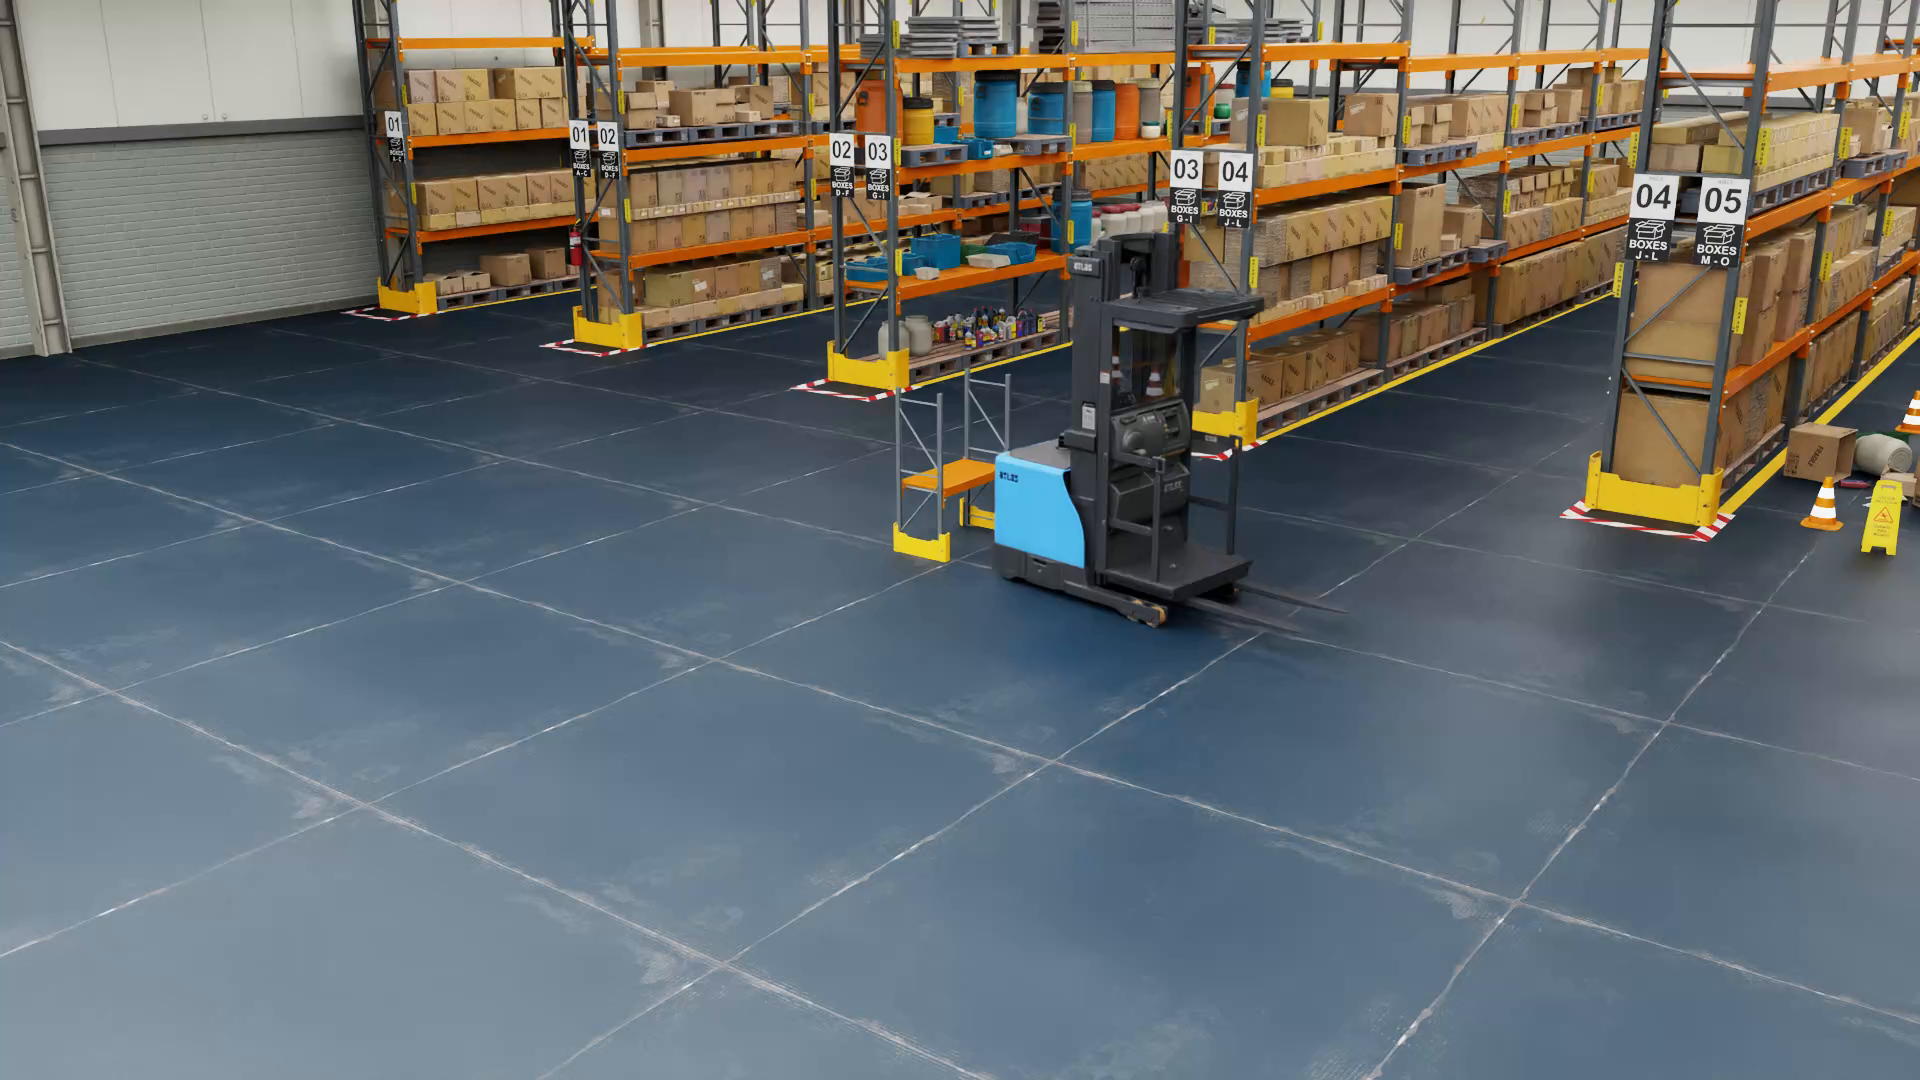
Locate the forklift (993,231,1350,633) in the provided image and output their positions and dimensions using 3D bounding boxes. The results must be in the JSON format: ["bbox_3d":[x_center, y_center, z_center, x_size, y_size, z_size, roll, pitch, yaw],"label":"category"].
[{"bbox_3d":[1.681,-0.890,13.172,3.031,2.935,1.130,16,24,42],"label":"forklift"}]

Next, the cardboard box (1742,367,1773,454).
[{"bbox_3d":[8.104,-1.486,17.851,0.875,0.875,0.875,13,21,35],"label":"cardboard box"}]

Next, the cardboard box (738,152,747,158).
[{"bbox_3d":[-4.343,-7.843,33.480,0.500,0.250,0.500,13,22,36],"label":"cardboard box"}]

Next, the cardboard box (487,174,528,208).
[{"bbox_3d":[-7.733,-5.946,28.294,0.500,0.500,0.500,13,22,36],"label":"cardboard box"}]

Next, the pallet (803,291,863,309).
[{"bbox_3d":[-2.400,-4.155,28.275,1.003,0.211,1.213,12,21,35],"label":"pallet"}]

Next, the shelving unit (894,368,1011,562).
[{"bbox_3d":[-0.045,-0.698,14.969,0.587,1.500,1.083,12,21,35],"label":"shelving unit"}]

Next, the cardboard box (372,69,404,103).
[{"bbox_3d":[-9.125,-7.342,26.890,0.500,0.500,0.500,14,22,37],"label":"cardboard box"}]

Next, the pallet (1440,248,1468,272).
[{"bbox_3d":[6.382,-3.935,23.189,1.003,0.211,1.213,12,21,35],"label":"pallet"}]

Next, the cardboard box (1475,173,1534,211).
[{"bbox_3d":[8.368,-5.359,25.588,0.797,0.503,0.637,13,21,36],"label":"cardboard box"}]

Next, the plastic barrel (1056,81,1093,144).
[{"bbox_3d":[1.686,-6.416,24.948,0.600,0.901,0.600,0,17,0],"label":"plastic barrel"}]

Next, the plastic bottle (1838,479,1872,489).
[{"bbox_3d":[9.139,-0.569,16.979,0.283,0.061,0.133,5,18,16],"label":"plastic bottle"}]

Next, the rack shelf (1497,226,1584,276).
[{"bbox_3d":[8.721,-4.639,26.342,1.077,0.370,4.000,12,21,35],"label":"rack shelf"}]

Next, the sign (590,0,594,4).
[{"bbox_3d":[-6.364,-9.428,28.727,0.100,0.325,0.005,12,21,35],"label":"sign"}]

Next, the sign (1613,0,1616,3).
[{"bbox_3d":[11.854,-9.898,30.106,0.100,0.325,0.005,12,21,35],"label":"sign"}]

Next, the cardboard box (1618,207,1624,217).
[{"bbox_3d":[11.437,-5.784,29.242,0.380,0.149,0.250,13,21,36],"label":"cardboard box"}]

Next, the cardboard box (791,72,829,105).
[{"bbox_3d":[-2.409,-7.364,27.128,0.500,0.500,0.500,13,21,35],"label":"cardboard box"}]

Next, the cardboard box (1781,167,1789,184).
[{"bbox_3d":[7.749,-3.526,16.037,0.380,0.149,0.250,13,21,35],"label":"cardboard box"}]

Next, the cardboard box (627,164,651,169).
[{"bbox_3d":[-6.119,-6.684,30.805,0.700,0.500,0.500,15,23,40],"label":"cardboard box"}]

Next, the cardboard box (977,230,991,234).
[{"bbox_3d":[0.253,-5.661,31.895,0.500,0.500,0.500,12,21,33],"label":"cardboard box"}]

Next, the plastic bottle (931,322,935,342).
[{"bbox_3d":[-0.418,-2.934,23.480,0.061,0.283,0.133,13,22,36],"label":"plastic bottle"}]

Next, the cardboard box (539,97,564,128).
[{"bbox_3d":[-7.202,-7.387,28.718,0.500,0.500,0.500,10,20,30],"label":"cardboard box"}]

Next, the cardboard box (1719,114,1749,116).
[{"bbox_3d":[8.126,-4.386,17.460,0.380,0.149,0.250,12,21,34],"label":"cardboard box"}]

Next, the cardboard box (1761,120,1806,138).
[{"bbox_3d":[8.051,-4.028,16.309,0.380,0.149,0.250,13,21,35],"label":"cardboard box"}]

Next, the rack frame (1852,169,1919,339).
[{"bbox_3d":[13.836,-4.558,24.870,1.000,3.000,0.127,12,21,35],"label":"rack frame"}]

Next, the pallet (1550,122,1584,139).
[{"bbox_3d":[9.406,-6.573,26.622,0.805,0.209,1.217,11,21,33],"label":"pallet"}]

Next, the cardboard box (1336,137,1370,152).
[{"bbox_3d":[4.728,-4.783,20.117,0.380,0.149,0.250,12,21,33],"label":"cardboard box"}]

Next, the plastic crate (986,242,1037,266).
[{"bbox_3d":[0.727,-4.046,23.471,0.499,0.251,0.616,12,21,35],"label":"plastic crate"}]

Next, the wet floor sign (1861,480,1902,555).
[{"bbox_3d":[8.258,-0.219,14.866,0.267,0.644,0.232,8,19,25],"label":"wet floor sign"}]

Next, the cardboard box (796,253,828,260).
[{"bbox_3d":[-2.492,-4.732,28.412,0.500,0.311,0.500,13,22,36],"label":"cardboard box"}]

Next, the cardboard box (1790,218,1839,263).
[{"bbox_3d":[9.966,-3.540,19.738,0.700,0.500,0.500,13,21,35],"label":"cardboard box"}]

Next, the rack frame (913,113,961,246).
[{"bbox_3d":[-0.425,-6.257,30.342,1.000,3.000,0.127,12,21,35],"label":"rack frame"}]

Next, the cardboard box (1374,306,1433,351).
[{"bbox_3d":[6.161,-2.955,23.182,0.700,0.500,0.500,10,20,30],"label":"cardboard box"}]

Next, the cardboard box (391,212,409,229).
[{"bbox_3d":[-9.049,-5.310,27.510,0.500,0.250,0.500,13,21,35],"label":"cardboard box"}]

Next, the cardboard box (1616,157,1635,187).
[{"bbox_3d":[12.216,-6.677,30.181,0.500,0.500,0.500,13,21,35],"label":"cardboard box"}]

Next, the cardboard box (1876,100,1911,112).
[{"bbox_3d":[12.342,-5.689,21.996,0.396,0.266,0.258,12,21,35],"label":"cardboard box"}]

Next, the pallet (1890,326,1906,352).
[{"bbox_3d":[13.373,-3.041,24.685,1.003,0.211,1.213,12,21,35],"label":"pallet"}]

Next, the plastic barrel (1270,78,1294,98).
[{"bbox_3d":[5.554,-7.803,29.237,0.600,0.588,0.600,0,17,0],"label":"plastic barrel"}]

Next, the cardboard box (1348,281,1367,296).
[{"bbox_3d":[4.840,-3.144,20.740,0.380,0.149,0.250,12,21,35],"label":"cardboard box"}]

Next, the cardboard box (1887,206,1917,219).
[{"bbox_3d":[13.753,-4.793,24.338,0.380,0.149,0.250,14,22,37],"label":"cardboard box"}]

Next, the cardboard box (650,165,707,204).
[{"bbox_3d":[-4.263,-5.387,25.183,0.700,0.500,0.500,13,21,35],"label":"cardboard box"}]

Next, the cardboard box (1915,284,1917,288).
[{"bbox_3d":[14.667,-3.917,25.901,0.380,0.149,0.250,12,21,33],"label":"cardboard box"}]

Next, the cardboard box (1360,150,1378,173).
[{"bbox_3d":[4.764,-4.637,20.318,0.500,0.250,0.500,13,22,36],"label":"cardboard box"}]

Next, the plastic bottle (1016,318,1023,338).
[{"bbox_3d":[0.838,-3.045,23.836,0.061,0.283,0.133,14,22,38],"label":"plastic bottle"}]

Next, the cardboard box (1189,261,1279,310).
[{"bbox_3d":[3.112,-2.916,18.913,0.875,0.500,0.500,12,21,35],"label":"cardboard box"}]

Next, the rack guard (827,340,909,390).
[{"bbox_3d":[-1.208,-2.308,21.840,1.175,0.500,0.348,12,21,35],"label":"rack guard"}]

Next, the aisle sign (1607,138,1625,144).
[{"bbox_3d":[12.098,-7.723,30.678,0.394,0.787,0.004,12,21,35],"label":"aisle sign"}]

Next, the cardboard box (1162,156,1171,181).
[{"bbox_3d":[4.294,-8.056,35.964,0.500,0.500,0.500,13,22,36],"label":"cardboard box"}]

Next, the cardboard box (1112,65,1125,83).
[{"bbox_3d":[2.923,-9.504,33.886,0.700,0.500,0.500,12,21,35],"label":"cardboard box"}]

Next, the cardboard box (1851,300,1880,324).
[{"bbox_3d":[12.058,-3.092,22.390,0.500,0.250,0.500,11,21,32],"label":"cardboard box"}]

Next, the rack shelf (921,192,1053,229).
[{"bbox_3d":[0.767,-6.390,31.982,1.077,0.370,4.000,12,21,35],"label":"rack shelf"}]

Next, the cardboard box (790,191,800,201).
[{"bbox_3d":[-2.798,-5.559,26.832,0.380,0.149,0.250,12,21,35],"label":"cardboard box"}]

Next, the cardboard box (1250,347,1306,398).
[{"bbox_3d":[3.865,-2.047,20.291,0.500,0.500,0.500,15,23,40],"label":"cardboard box"}]

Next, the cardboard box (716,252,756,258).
[{"bbox_3d":[-3.627,-4.374,26.943,0.500,0.500,0.500,12,21,35],"label":"cardboard box"}]
